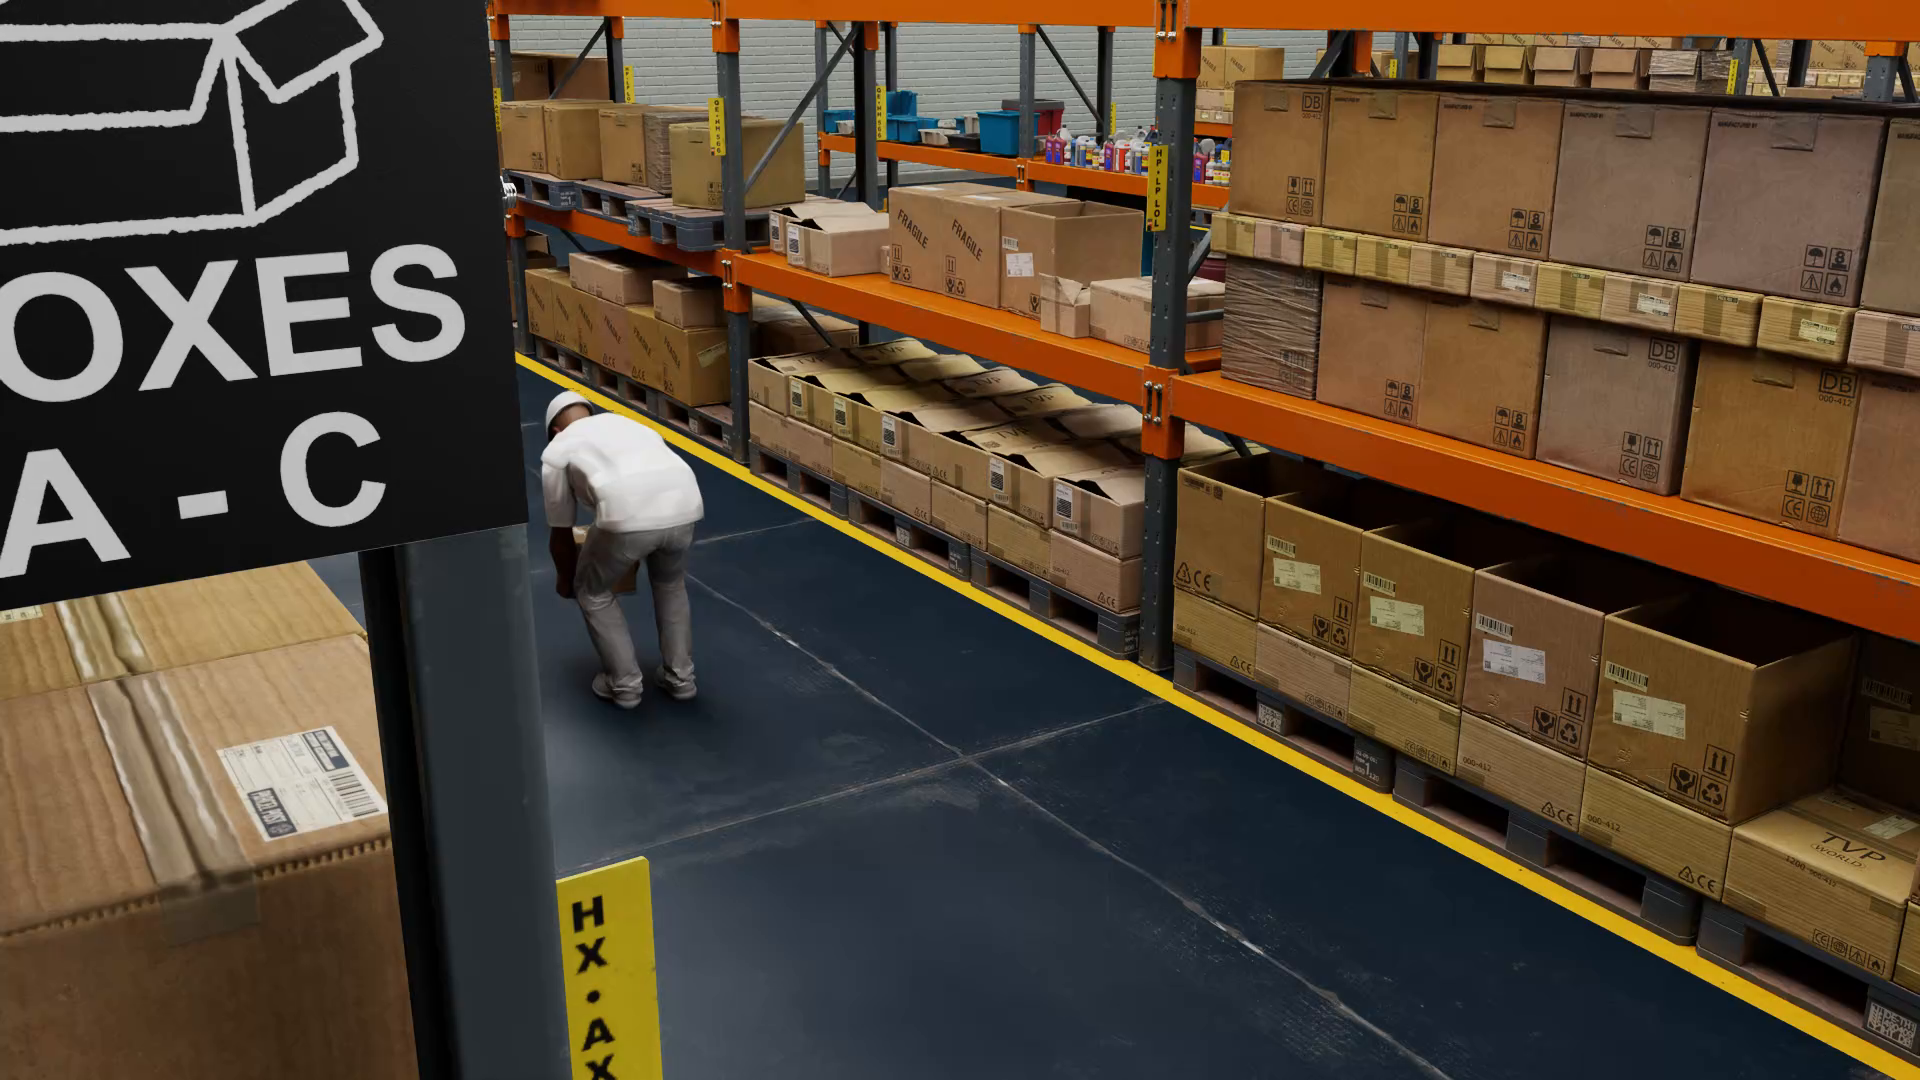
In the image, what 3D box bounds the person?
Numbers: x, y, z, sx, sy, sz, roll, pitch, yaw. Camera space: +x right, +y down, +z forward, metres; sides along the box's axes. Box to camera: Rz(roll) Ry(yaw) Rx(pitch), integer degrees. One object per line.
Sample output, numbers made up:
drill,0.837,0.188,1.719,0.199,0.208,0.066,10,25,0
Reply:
person,-1.419,0.035,6.842,0.507,1.186,0.953,-13,22,-34
